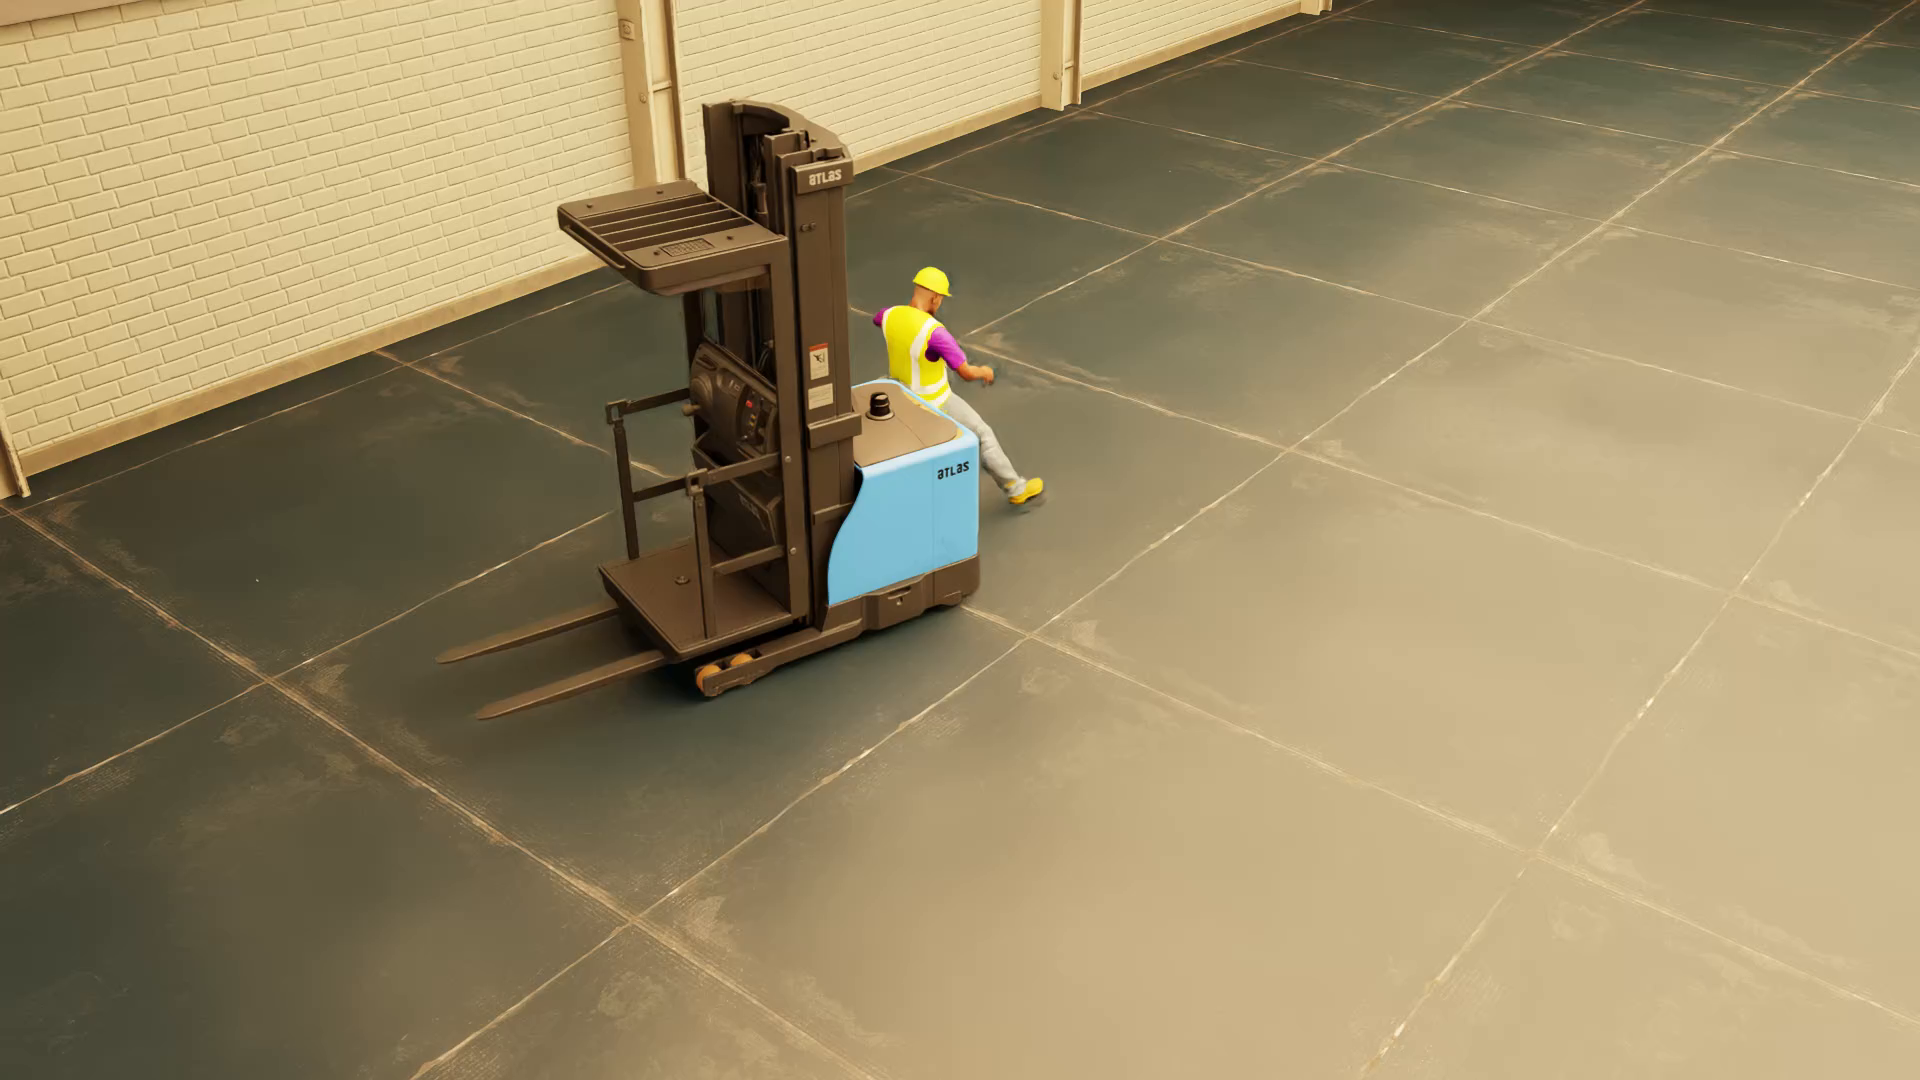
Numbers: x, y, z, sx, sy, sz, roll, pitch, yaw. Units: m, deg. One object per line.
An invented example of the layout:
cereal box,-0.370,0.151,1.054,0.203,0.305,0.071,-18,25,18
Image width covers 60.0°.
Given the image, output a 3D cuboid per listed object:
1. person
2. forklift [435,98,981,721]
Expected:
person,-0.172,-1.037,10.745,0.960,1.575,1.216,-26,39,-37
forklift,-1.389,-0.719,8.825,3.031,2.935,1.130,-19,35,-29
